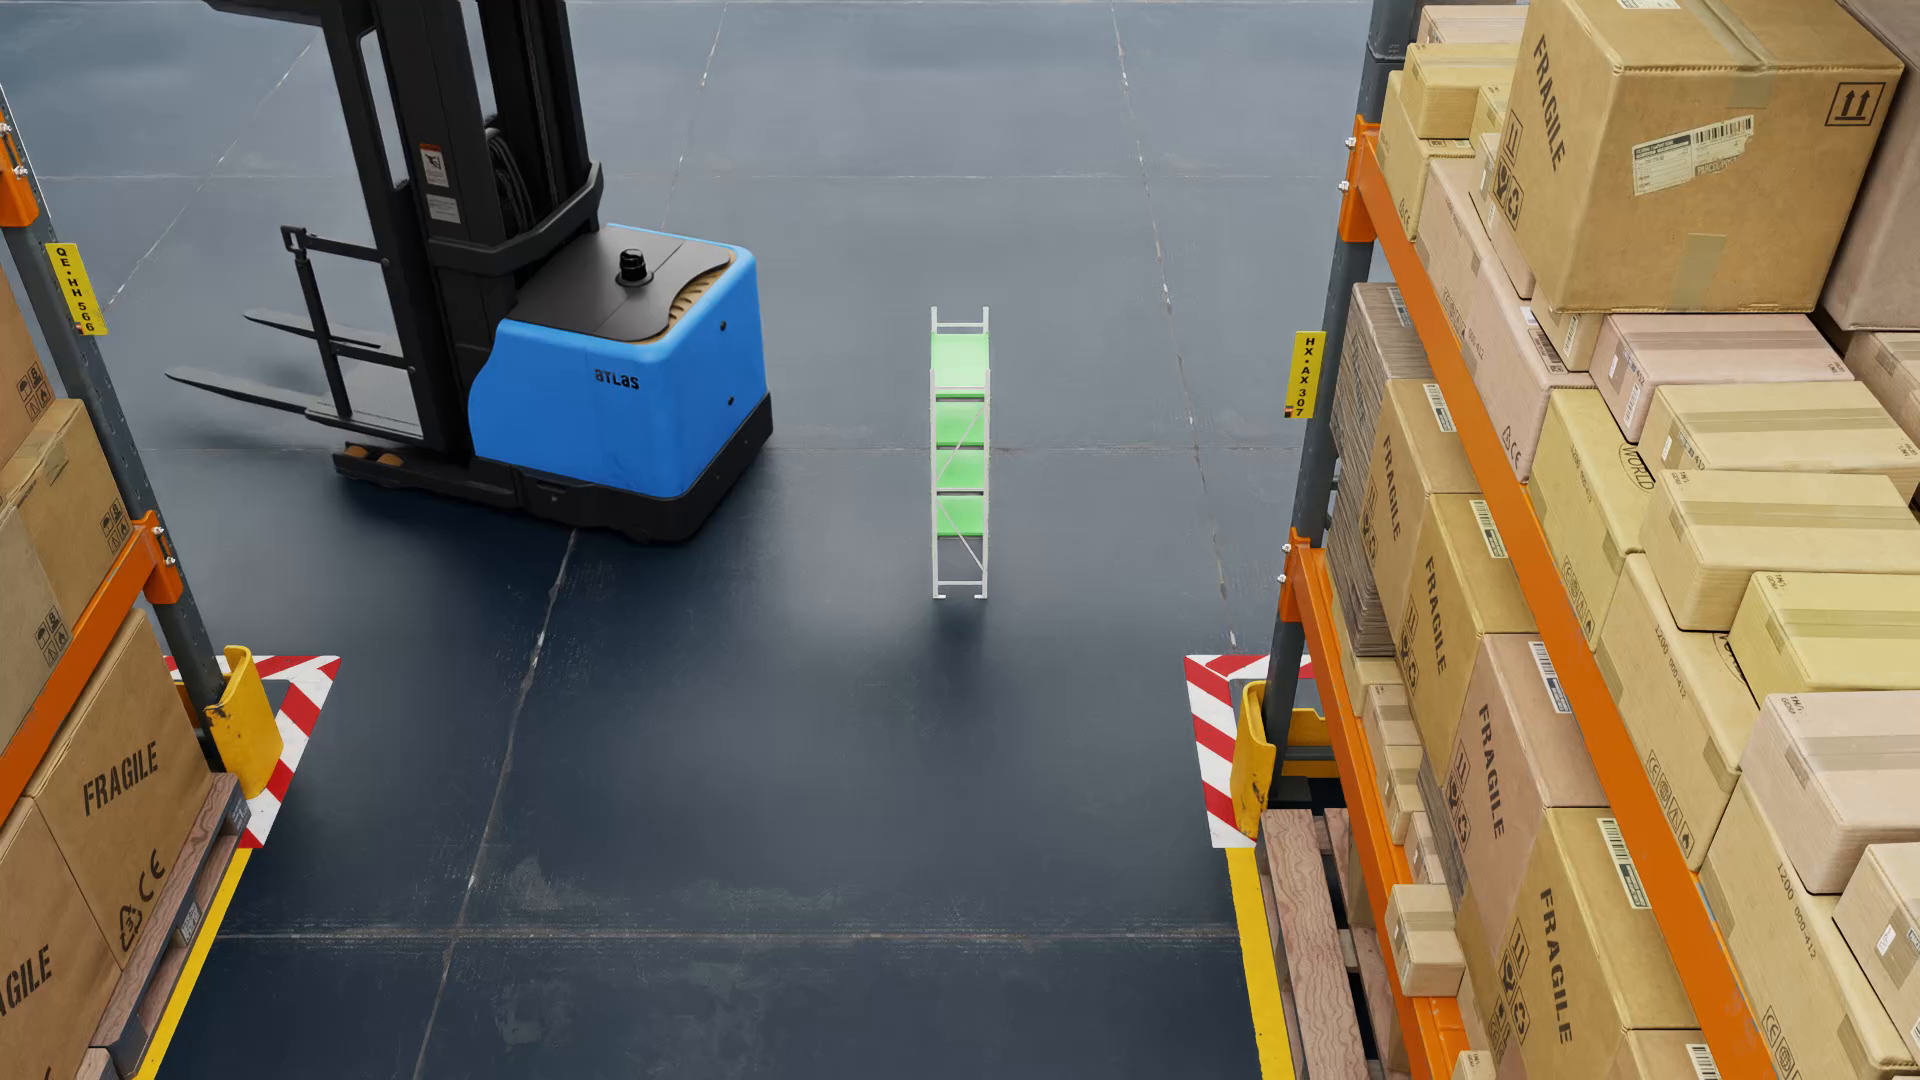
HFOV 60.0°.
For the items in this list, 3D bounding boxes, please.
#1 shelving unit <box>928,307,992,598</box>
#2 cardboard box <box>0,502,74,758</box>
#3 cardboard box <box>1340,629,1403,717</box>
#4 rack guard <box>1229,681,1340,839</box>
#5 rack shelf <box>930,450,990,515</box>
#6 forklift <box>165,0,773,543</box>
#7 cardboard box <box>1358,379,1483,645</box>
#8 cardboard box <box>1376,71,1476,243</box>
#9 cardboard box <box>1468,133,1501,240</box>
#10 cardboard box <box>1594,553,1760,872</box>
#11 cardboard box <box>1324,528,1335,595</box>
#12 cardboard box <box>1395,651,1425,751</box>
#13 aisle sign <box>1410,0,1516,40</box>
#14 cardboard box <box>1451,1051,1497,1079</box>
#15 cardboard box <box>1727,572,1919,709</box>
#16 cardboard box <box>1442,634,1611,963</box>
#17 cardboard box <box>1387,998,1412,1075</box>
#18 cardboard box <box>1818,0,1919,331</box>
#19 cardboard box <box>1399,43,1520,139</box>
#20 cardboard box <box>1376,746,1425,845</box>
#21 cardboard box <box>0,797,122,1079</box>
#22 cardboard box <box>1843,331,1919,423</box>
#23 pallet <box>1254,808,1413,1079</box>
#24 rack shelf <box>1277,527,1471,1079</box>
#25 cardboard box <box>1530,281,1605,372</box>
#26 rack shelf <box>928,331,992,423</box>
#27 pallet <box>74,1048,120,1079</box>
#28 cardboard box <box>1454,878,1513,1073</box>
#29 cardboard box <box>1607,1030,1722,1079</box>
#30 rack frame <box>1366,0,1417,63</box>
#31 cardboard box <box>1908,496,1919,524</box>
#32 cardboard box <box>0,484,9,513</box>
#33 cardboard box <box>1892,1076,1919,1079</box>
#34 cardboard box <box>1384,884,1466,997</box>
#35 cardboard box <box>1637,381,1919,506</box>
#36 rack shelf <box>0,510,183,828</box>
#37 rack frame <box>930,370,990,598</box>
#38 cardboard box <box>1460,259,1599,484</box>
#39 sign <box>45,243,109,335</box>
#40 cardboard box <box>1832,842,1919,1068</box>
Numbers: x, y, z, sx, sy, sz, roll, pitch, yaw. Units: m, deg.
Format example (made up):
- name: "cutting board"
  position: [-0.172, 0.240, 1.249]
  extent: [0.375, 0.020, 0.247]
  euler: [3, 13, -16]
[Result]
- name: "shelving unit"
  position: [0.000, -0.365, 7.246]
  extent: [0.258, 1.200, 0.503]
  euler: [0, 39, 0]
- name: "cardboard box"
  position: [-3.245, 0.270, 4.895]
  extent: [0.875, 0.550, 0.550]
  euler: [0, 39, 0]
- name: "cardboard box"
  position: [1.375, 0.401, 5.052]
  extent: [0.380, 0.149, 0.250]
  euler: [0, 39, 0]
- name: "rack guard"
  position: [1.647, 0.835, 6.308]
  extent: [1.175, 0.500, 0.348]
  euler: [0, 39, 0]
- name: "rack shelf"
  position: [0.000, -0.315, 7.286]
  extent: [0.258, 0.148, 0.480]
  euler: [0, 39, 0]
- name: "forklift"
  position: [-2.507, -1.691, 7.516]
  extent: [3.031, 2.935, 1.130]
  euler: [13, 40, 15]
- name: "cardboard box"
  position: [1.369, -0.076, 4.329]
  extent: [0.500, 0.500, 0.500]
  euler: [0, 39, 0]
- name: "cardboard box"
  position: [1.389, -0.998, 4.319]
  extent: [0.500, 0.250, 0.500]
  euler: [1, 39, 1]
- name: "cardboard box"
  position: [1.372, -0.793, 3.743]
  extent: [0.380, 0.149, 0.250]
  euler: [1, 39, 2]
- name: "cardboard box"
  position: [1.394, 0.271, 2.734]
  extent: [0.500, 0.250, 0.500]
  euler: [0, 39, 0]
- name: "cardboard box"
  position: [1.409, 0.089, 5.442]
  extent: [0.380, 0.149, 0.250]
  euler: [0, 39, 0]
- name: "cardboard box"
  position: [1.741, 0.314, 4.642]
  extent: [0.875, 0.500, 0.500]
  euler: [0, 39, 0]
- name: "aisle sign"
  position: [1.347, -1.241, 4.821]
  extent: [0.394, 0.787, 0.004]
  euler: [0, 39, 0]
- name: "cardboard box"
  position: [1.370, 1.339, 3.881]
  extent: [0.380, 0.149, 0.250]
  euler: [0, 39, 0]
- name: "cardboard box"
  position: [1.414, 0.185, 2.523]
  extent: [0.380, 0.149, 0.250]
  euler: [1, 39, 2]
- name: "cardboard box"
  position: [1.377, 0.549, 3.549]
  extent: [0.500, 0.500, 0.500]
  euler: [0, 39, 0]
- name: "cardboard box"
  position: [1.666, 1.388, 5.282]
  extent: [0.500, 0.500, 0.500]
  euler: [10, 40, 12]
- name: "cardboard box"
  position: [1.902, -0.740, 3.158]
  extent: [0.500, 0.500, 0.500]
  euler: [0, 39, 0]
- name: "cardboard box"
  position: [1.320, -1.121, 4.153]
  extent: [0.380, 0.149, 0.250]
  euler: [1, 39, 1]
- name: "cardboard box"
  position: [1.390, 0.714, 4.661]
  extent: [0.380, 0.149, 0.250]
  euler: [0, 39, 0]
- name: "cardboard box"
  position: [-3.243, 1.392, 4.978]
  extent: [0.875, 0.875, 0.875]
  euler: [-1, 39, -1]
- name: "cardboard box"
  position: [1.907, -0.297, 3.124]
  extent: [0.380, 0.149, 0.250]
  euler: [-2, 39, -2]
- name: "pallet"
  position: [1.613, 1.456, 5.765]
  extent: [1.003, 0.211, 1.213]
  euler: [0, 39, 0]
- name: "rack shelf"
  position: [1.649, 1.344, 4.250]
  extent: [1.077, 0.370, 4.000]
  euler: [0, 39, 0]
- name: "cardboard box"
  position: [1.384, -0.470, 3.340]
  extent: [0.380, 0.149, 0.250]
  euler: [-2, 39, -2]
- name: "rack shelf"
  position: [0.000, -0.689, 6.985]
  extent: [0.258, 0.148, 0.480]
  euler: [0, 39, 0]
- name: "pallet"
  position: [-3.235, 2.102, 4.959]
  extent: [1.003, 0.211, 1.213]
  euler: [0, 39, 0]
- name: "cardboard box"
  position: [1.687, 0.939, 3.862]
  extent: [0.875, 0.500, 0.500]
  euler: [0, 39, 0]
- name: "cardboard box"
  position: [1.374, 1.174, 2.769]
  extent: [0.500, 0.500, 0.500]
  euler: [0, 39, 0]
- name: "rack frame"
  position: [1.647, -2.529, 3.710]
  extent: [1.000, 3.000, 0.127]
  euler: [0, 39, 0]
- name: "cardboard box"
  position: [1.903, -0.051, 3.137]
  extent: [0.500, 0.250, 0.500]
  euler: [-1, 39, -1]
- name: "cardboard box"
  position: [-3.258, -0.152, 4.557]
  extent: [0.875, 0.550, 0.550]
  euler: [0, 39, 0]
- name: "cardboard box"
  position: [1.390, 0.917, 1.929]
  extent: [0.500, 0.250, 0.500]
  euler: [1, 39, 2]
- name: "cardboard box"
  position: [1.314, 1.027, 4.271]
  extent: [0.380, 0.149, 0.250]
  euler: [0, 39, 0]
- name: "cardboard box"
  position: [1.444, -0.150, 2.941]
  extent: [0.380, 0.149, 0.250]
  euler: [-1, 39, -2]
- name: "rack shelf"
  position: [-3.311, 1.284, 4.325]
  extent: [1.077, 0.370, 4.000]
  euler: [0, 39, 0]
- name: "rack frame"
  position: [0.000, -0.212, 7.055]
  extent: [0.240, 1.200, 0.015]
  euler: [0, 39, 0]
- name: "cardboard box"
  position: [1.392, -0.366, 3.529]
  extent: [0.500, 0.250, 0.500]
  euler: [0, 39, 0]
- name: "sign"
  position: [-2.770, -0.784, 5.214]
  extent: [0.100, 0.325, 0.005]
  euler: [0, 39, 0]
- name: "cardboard box"
  position: [1.367, 0.519, 2.106]
  extent: [0.380, 0.149, 0.250]
  euler: [-2, 39, -2]
